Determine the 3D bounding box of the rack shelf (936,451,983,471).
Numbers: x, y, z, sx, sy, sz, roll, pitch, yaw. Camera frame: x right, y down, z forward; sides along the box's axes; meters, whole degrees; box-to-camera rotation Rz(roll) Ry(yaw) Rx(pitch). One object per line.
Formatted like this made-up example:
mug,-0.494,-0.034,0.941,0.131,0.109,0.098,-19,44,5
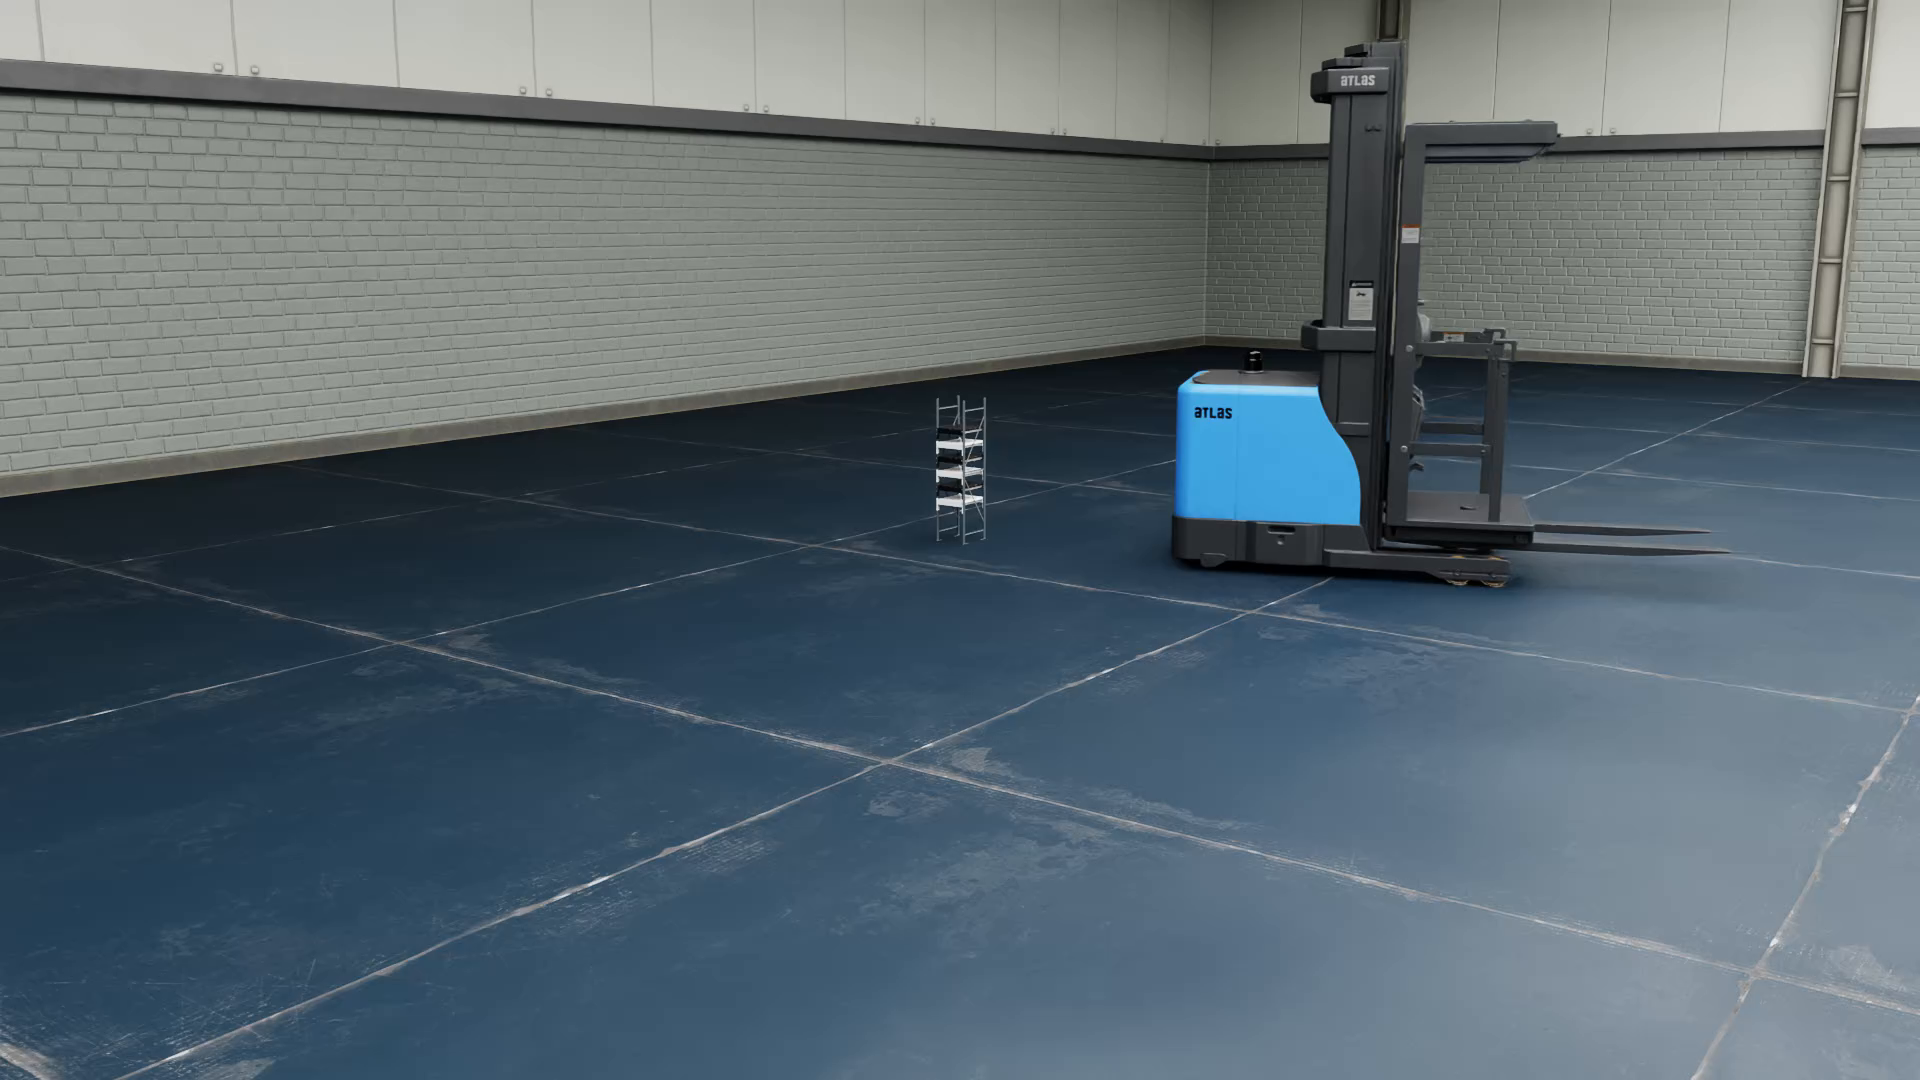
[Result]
rack shelf,0.007,-0.497,10.429,0.200,0.077,0.258,8,13,36

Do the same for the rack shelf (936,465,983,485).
rack shelf,0.007,-0.408,10.446,0.200,0.077,0.258,8,13,36

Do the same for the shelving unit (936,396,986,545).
shelving unit,0.007,-0.441,10.439,0.210,0.900,0.258,8,13,36

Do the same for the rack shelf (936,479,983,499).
rack shelf,0.007,-0.320,10.463,0.200,0.077,0.258,8,13,36

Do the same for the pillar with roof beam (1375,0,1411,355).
pillar with roof beam,3.697,-6.538,20.631,0.400,9.000,9.100,8,13,36

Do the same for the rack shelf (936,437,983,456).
rack shelf,0.007,-0.585,10.412,0.200,0.077,0.258,8,13,36

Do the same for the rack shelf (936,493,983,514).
rack shelf,0.007,-0.231,10.480,0.200,0.077,0.258,8,13,36

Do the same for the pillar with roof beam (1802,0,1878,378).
pillar with roof beam,8.533,-5.863,17.145,0.400,9.000,9.100,8,13,36

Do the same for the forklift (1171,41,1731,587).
forklift,2.805,-1.289,9.477,3.031,2.935,1.130,3,11,14

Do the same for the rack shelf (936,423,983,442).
rack shelf,0.007,-0.673,10.395,0.200,0.077,0.258,8,13,36

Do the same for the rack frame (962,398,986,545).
rack frame,0.088,-0.429,10.380,0.006,0.900,0.240,8,13,36

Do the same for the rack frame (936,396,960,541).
rack frame,-0.075,-0.452,10.499,0.006,0.900,0.240,8,13,36
